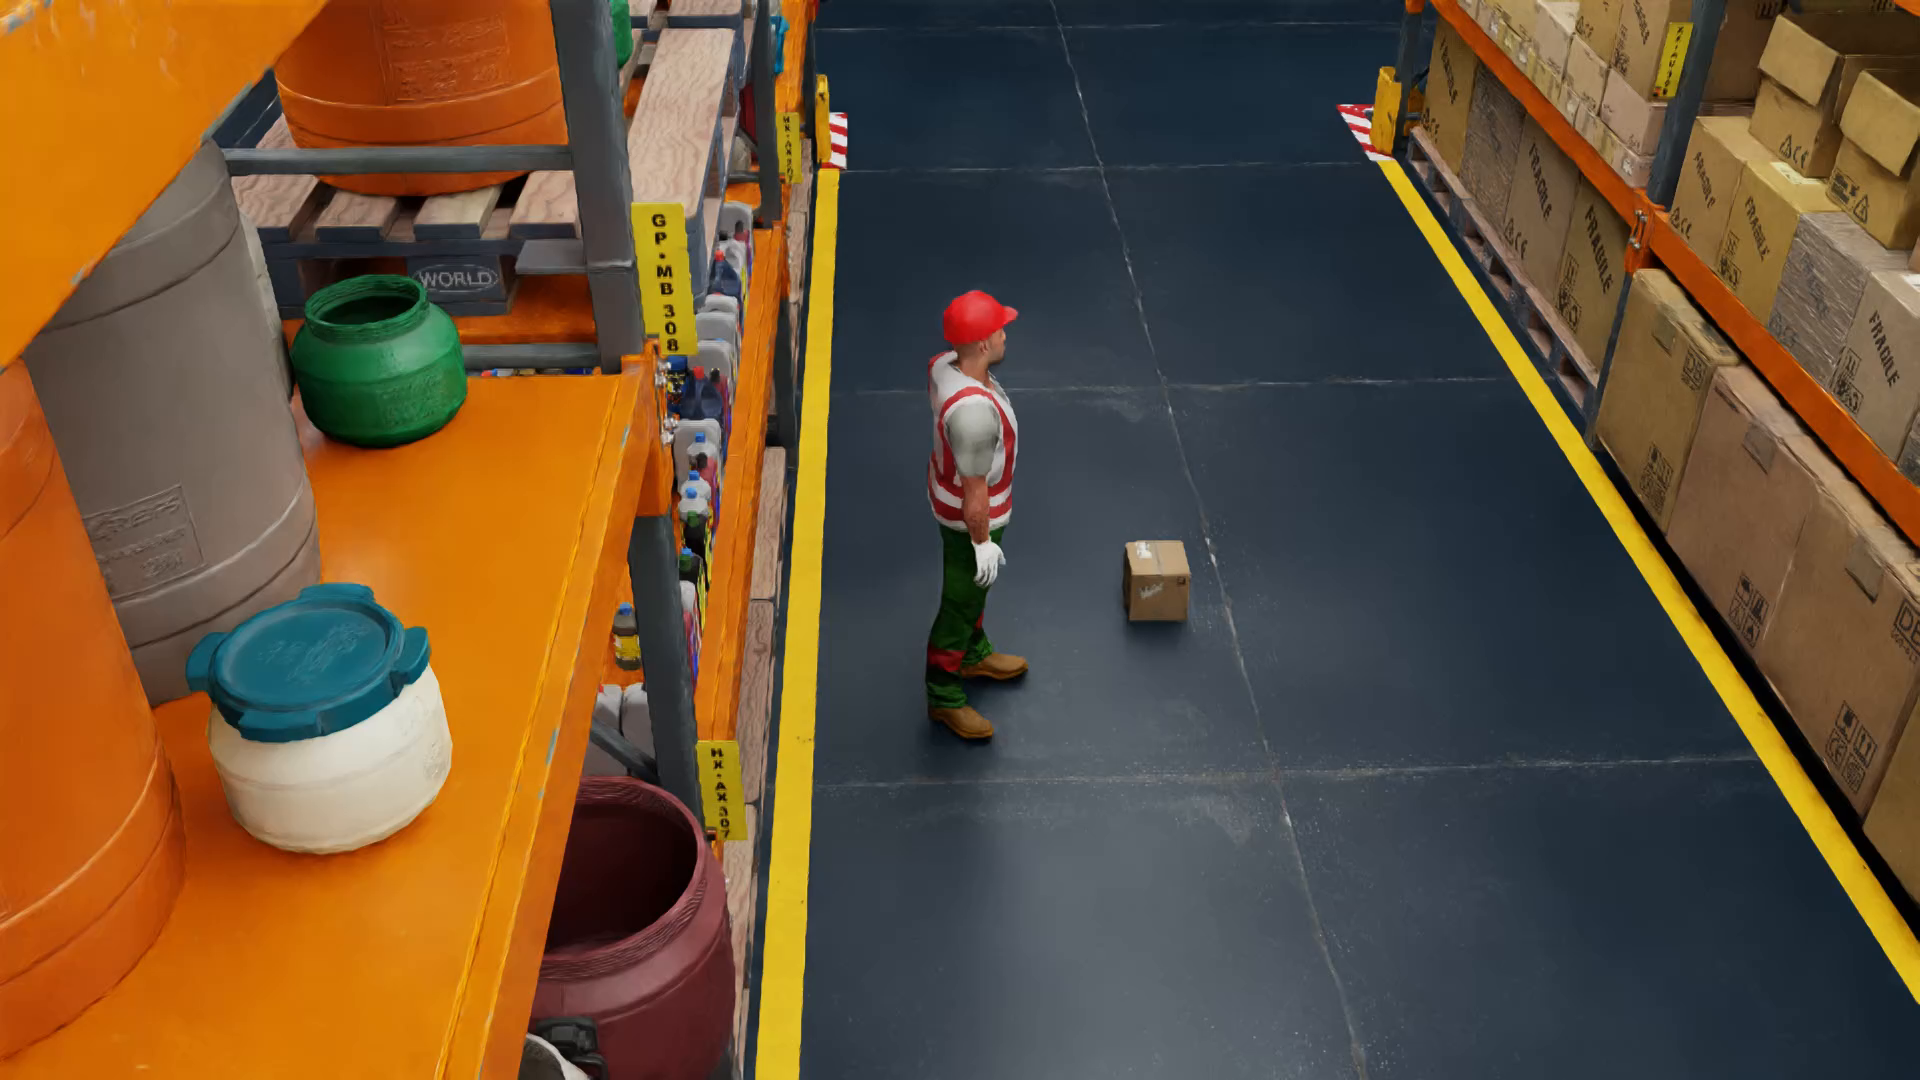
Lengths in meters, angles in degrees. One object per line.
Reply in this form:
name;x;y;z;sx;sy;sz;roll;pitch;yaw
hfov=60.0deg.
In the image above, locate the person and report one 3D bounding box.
person;0.067;-0.133;6.278;0.445;1.786;0.664;-4;35;-5
